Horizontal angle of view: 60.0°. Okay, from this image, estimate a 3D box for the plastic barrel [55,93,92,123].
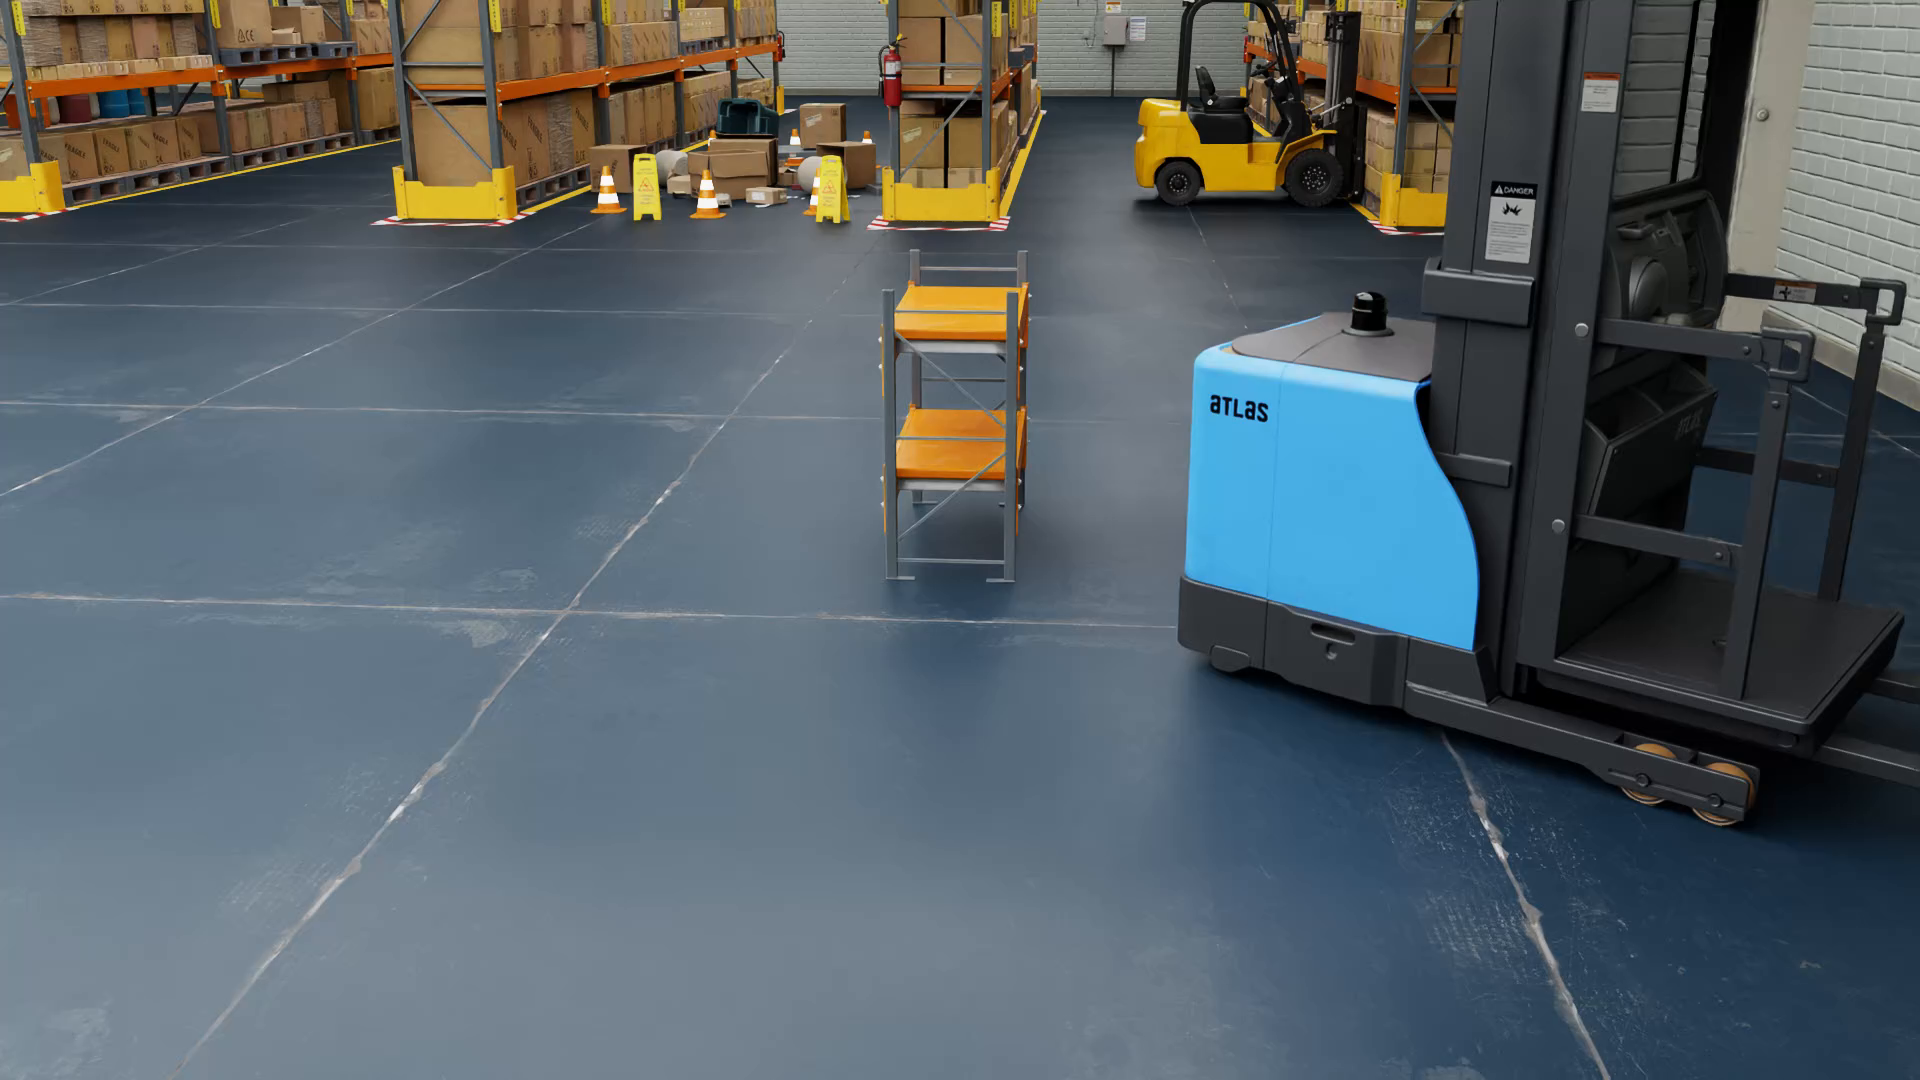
[{"bbox_3d":[-14.345,-7.035,26.775,0.600,0.588,0.708,1,18,4],"label":"plastic barrel"}]

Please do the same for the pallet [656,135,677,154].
[{"bbox_3d":[-4.695,-5.658,23.851,1.003,0.211,1.213,1,18,4],"label":"pallet"}]

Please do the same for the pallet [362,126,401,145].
[{"bbox_3d":[-9.372,-6.286,25.769,1.003,0.211,1.213,1,18,4],"label":"pallet"}]

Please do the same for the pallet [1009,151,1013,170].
[{"bbox_3d":[0.149,-4.821,21.298,1.003,0.211,1.213,1,18,4],"label":"pallet"}]

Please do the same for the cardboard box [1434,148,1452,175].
[{"bbox_3d":[5.000,-3.825,16.716,0.500,0.250,0.500,2,18,5],"label":"cardboard box"}]

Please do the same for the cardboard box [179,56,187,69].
[{"bbox_3d":[-9.618,-5.779,20.147,0.380,0.149,0.250,1,18,4],"label":"cardboard box"}]

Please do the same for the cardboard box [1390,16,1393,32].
[{"bbox_3d":[4.602,-5.258,16.951,0.380,0.149,0.250,1,18,4],"label":"cardboard box"}]

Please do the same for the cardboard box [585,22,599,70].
[{"bbox_3d":[-4.865,-5.940,19.993,0.875,0.550,0.550,1,18,4],"label":"cardboard box"}]

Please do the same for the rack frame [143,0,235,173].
[{"bbox_3d":[-9.790,-6.126,20.801,1.000,3.000,0.127,1,18,4],"label":"rack frame"}]

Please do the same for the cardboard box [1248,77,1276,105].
[{"bbox_3d":[5.767,-8.347,30.915,0.797,0.503,0.637,1,18,2],"label":"cardboard box"}]

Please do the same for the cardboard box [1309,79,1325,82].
[{"bbox_3d":[5.867,-7.397,26.978,0.380,0.149,0.250,1,18,4],"label":"cardboard box"}]

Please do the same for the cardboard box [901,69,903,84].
[{"bbox_3d":[-0.471,-4.745,16.990,0.380,0.149,0.250,1,18,3],"label":"cardboard box"}]

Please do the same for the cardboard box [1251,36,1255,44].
[{"bbox_3d":[5.609,-9.307,30.911,0.380,0.149,0.250,1,18,3],"label":"cardboard box"}]

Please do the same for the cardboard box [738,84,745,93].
[{"bbox_3d":[-4.002,-7.944,29.297,0.380,0.149,0.250,1,18,2],"label":"cardboard box"}]

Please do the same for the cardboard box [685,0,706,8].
[{"bbox_3d":[-4.513,-9.284,28.196,0.500,0.500,0.500,1,18,2],"label":"cardboard box"}]

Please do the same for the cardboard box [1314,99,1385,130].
[{"bbox_3d":[5.187,-5.503,22.039,0.875,0.625,0.625,1,18,2],"label":"cardboard box"}]

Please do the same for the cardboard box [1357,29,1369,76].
[{"bbox_3d":[4.697,-5.391,18.398,0.500,0.500,0.500,1,18,3],"label":"cardboard box"}]

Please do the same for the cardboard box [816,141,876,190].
[{"bbox_3d":[-1.340,-4.416,19.592,0.500,0.500,0.500,17,25,41],"label":"cardboard box"}]

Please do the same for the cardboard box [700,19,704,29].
[{"bbox_3d":[-4.222,-8.077,26.007,0.380,0.149,0.250,2,18,6],"label":"cardboard box"}]

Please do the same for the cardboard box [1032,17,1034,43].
[{"bbox_3d":[1.003,-8.733,28.597,0.500,0.500,0.500,1,18,4],"label":"cardboard box"}]

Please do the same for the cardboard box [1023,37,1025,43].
[{"bbox_3d":[0.730,-7.545,25.372,0.500,0.250,0.500,2,18,6],"label":"cardboard box"}]

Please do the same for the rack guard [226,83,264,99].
[{"bbox_3d":[-13.881,-8.783,32.925,1.175,0.500,0.348,1,18,4],"label":"rack guard"}]

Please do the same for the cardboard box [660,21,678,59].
[{"bbox_3d":[-4.328,-7.128,23.698,0.500,0.500,0.500,1,18,4],"label":"cardboard box"}]

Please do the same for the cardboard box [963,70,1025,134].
[{"bbox_3d":[0.513,-6.549,24.832,0.875,0.875,0.875,1,18,3],"label":"cardboard box"}]

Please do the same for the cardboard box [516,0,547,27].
[{"bbox_3d":[-4.949,-5.784,17.782,0.875,0.550,0.550,1,18,4],"label":"cardboard box"}]

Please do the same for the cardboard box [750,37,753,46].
[{"bbox_3d":[-3.884,-8.840,29.487,0.380,0.149,0.250,2,18,6],"label":"cardboard box"}]

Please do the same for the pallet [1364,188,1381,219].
[{"bbox_3d":[4.772,-3.466,17.162,1.003,0.211,1.213,1,18,4],"label":"pallet"}]

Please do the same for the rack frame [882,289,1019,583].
[{"bbox_3d":[-0.036,-0.379,6.272,0.500,1.125,0.032,1,18,4],"label":"rack frame"}]

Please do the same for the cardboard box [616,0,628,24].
[{"bbox_3d":[-4.749,-6.977,21.634,0.700,0.500,0.500,1,18,4],"label":"cardboard box"}]

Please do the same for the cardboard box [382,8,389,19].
[{"bbox_3d":[-9.344,-8.530,26.366,0.797,0.503,0.637,2,18,6],"label":"cardboard box"}]

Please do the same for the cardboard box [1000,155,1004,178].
[{"bbox_3d":[0.212,-4.128,18.444,0.500,0.250,0.500,3,18,8],"label":"cardboard box"}]

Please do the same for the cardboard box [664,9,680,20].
[{"bbox_3d":[-4.337,-7.729,24.469,0.380,0.149,0.250,1,18,4],"label":"cardboard box"}]

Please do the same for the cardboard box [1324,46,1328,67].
[{"bbox_3d":[4.851,-6.042,20.787,0.500,0.250,0.500,1,18,4],"label":"cardboard box"}]

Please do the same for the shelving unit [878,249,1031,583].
[{"bbox_3d":[0.000,-0.537,6.754,0.538,1.125,1.048,1,18,4],"label":"shelving unit"}]

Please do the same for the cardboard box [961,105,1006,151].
[{"bbox_3d":[0.249,-4.648,18.827,0.500,0.500,0.500,2,18,7],"label":"cardboard box"}]

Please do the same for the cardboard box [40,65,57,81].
[{"bbox_3d":[-9.782,-4.925,17.538,0.380,0.149,0.250,1,18,4],"label":"cardboard box"}]

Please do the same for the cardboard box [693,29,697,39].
[{"bbox_3d":[-4.257,-7.774,25.561,0.380,0.149,0.250,2,18,6],"label":"cardboard box"}]

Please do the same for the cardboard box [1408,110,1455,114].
[{"bbox_3d":[5.104,-4.535,18.082,0.500,0.250,0.500,1,18,3],"label":"cardboard box"}]

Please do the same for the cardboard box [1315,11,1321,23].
[{"bbox_3d":[4.999,-7.056,22.437,0.380,0.149,0.250,1,18,5],"label":"cardboard box"}]

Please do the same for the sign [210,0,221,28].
[{"bbox_3d":[-9.248,-6.527,20.636,0.100,0.325,0.005,1,18,4],"label":"sign"}]

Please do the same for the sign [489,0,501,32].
[{"bbox_3d":[-4.584,-5.176,16.385,0.100,0.325,0.005,1,18,4],"label":"sign"}]

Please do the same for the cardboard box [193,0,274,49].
[{"bbox_3d":[-9.594,-6.854,21.386,1.000,1.000,1.000,1,18,4],"label":"cardboard box"}]

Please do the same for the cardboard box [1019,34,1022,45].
[{"bbox_3d":[0.640,-6.792,22.563,0.380,0.149,0.250,2,18,5],"label":"cardboard box"}]

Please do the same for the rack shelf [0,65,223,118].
[{"bbox_3d":[-9.934,-5.163,19.017,1.077,0.370,4.000,1,18,4],"label":"rack shelf"}]

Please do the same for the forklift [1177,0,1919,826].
[{"bbox_3d":[2.191,-0.799,4.653,3.031,2.935,1.130,15,23,38],"label":"forklift"}]

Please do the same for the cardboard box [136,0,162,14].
[{"bbox_3d":[-9.619,-6.333,19.190,0.500,0.500,0.500,1,18,4],"label":"cardboard box"}]

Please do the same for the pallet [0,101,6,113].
[{"bbox_3d":[-18.872,-8.479,32.460,1.003,0.211,1.213,1,18,4],"label":"pallet"}]

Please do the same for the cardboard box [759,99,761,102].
[{"bbox_3d":[-3.842,-7.983,30.373,0.380,0.149,0.250,2,18,5],"label":"cardboard box"}]

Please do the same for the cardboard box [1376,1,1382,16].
[{"bbox_3d":[4.566,-5.564,17.407,0.380,0.149,0.250,2,18,5],"label":"cardboard box"}]

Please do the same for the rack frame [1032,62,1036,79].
[{"bbox_3d":[0.955,-9.632,31.500,1.000,3.000,0.127,1,18,4],"label":"rack frame"}]

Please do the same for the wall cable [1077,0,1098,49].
[{"bbox_3d":[2.751,-11.838,36.602,0.588,1.984,0.122,1,18,4],"label":"wall cable"}]

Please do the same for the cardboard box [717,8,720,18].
[{"bbox_3d":[-4.129,-8.619,27.182,0.380,0.149,0.250,1,18,2],"label":"cardboard box"}]

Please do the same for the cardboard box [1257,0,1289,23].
[{"bbox_3d":[5.497,-9.348,29.192,0.500,0.500,0.500,2,18,5],"label":"cardboard box"}]

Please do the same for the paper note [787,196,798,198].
[{"bbox_3d":[-1.900,-3.844,18.625,0.148,0.019,0.142,8,20,23],"label":"paper note"}]
